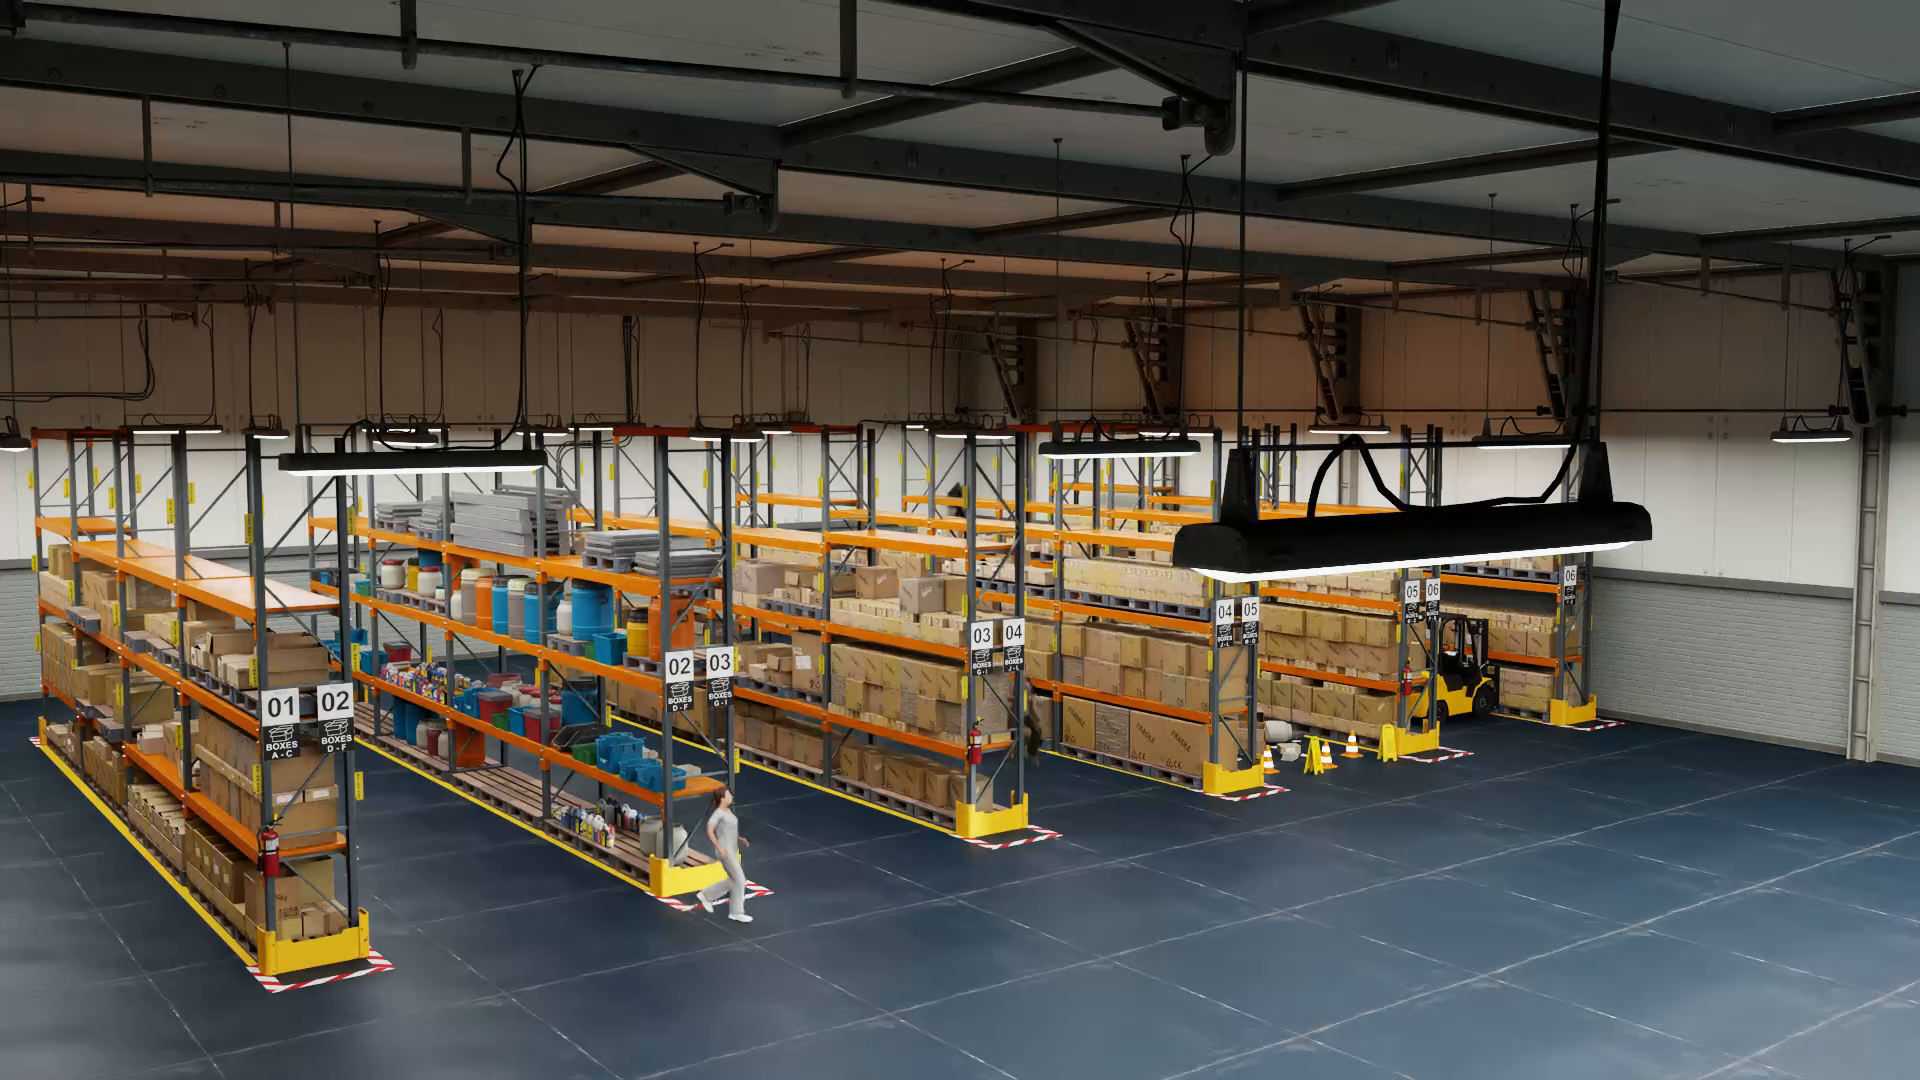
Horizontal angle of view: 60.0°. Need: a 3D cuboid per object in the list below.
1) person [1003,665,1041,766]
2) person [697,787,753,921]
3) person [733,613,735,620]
[{"bbox_3d":[1.056,3.130,29.731,0.681,1.836,0.895,-3,6,-37],"label":"person"},{"bbox_3d":[-2.916,3.899,20.713,0.712,1.651,0.615,0,4,6],"label":"person"},{"bbox_3d":[-5.861,2.302,41.647,0.497,1.549,0.656,-1,5,-11],"label":"person"}]
